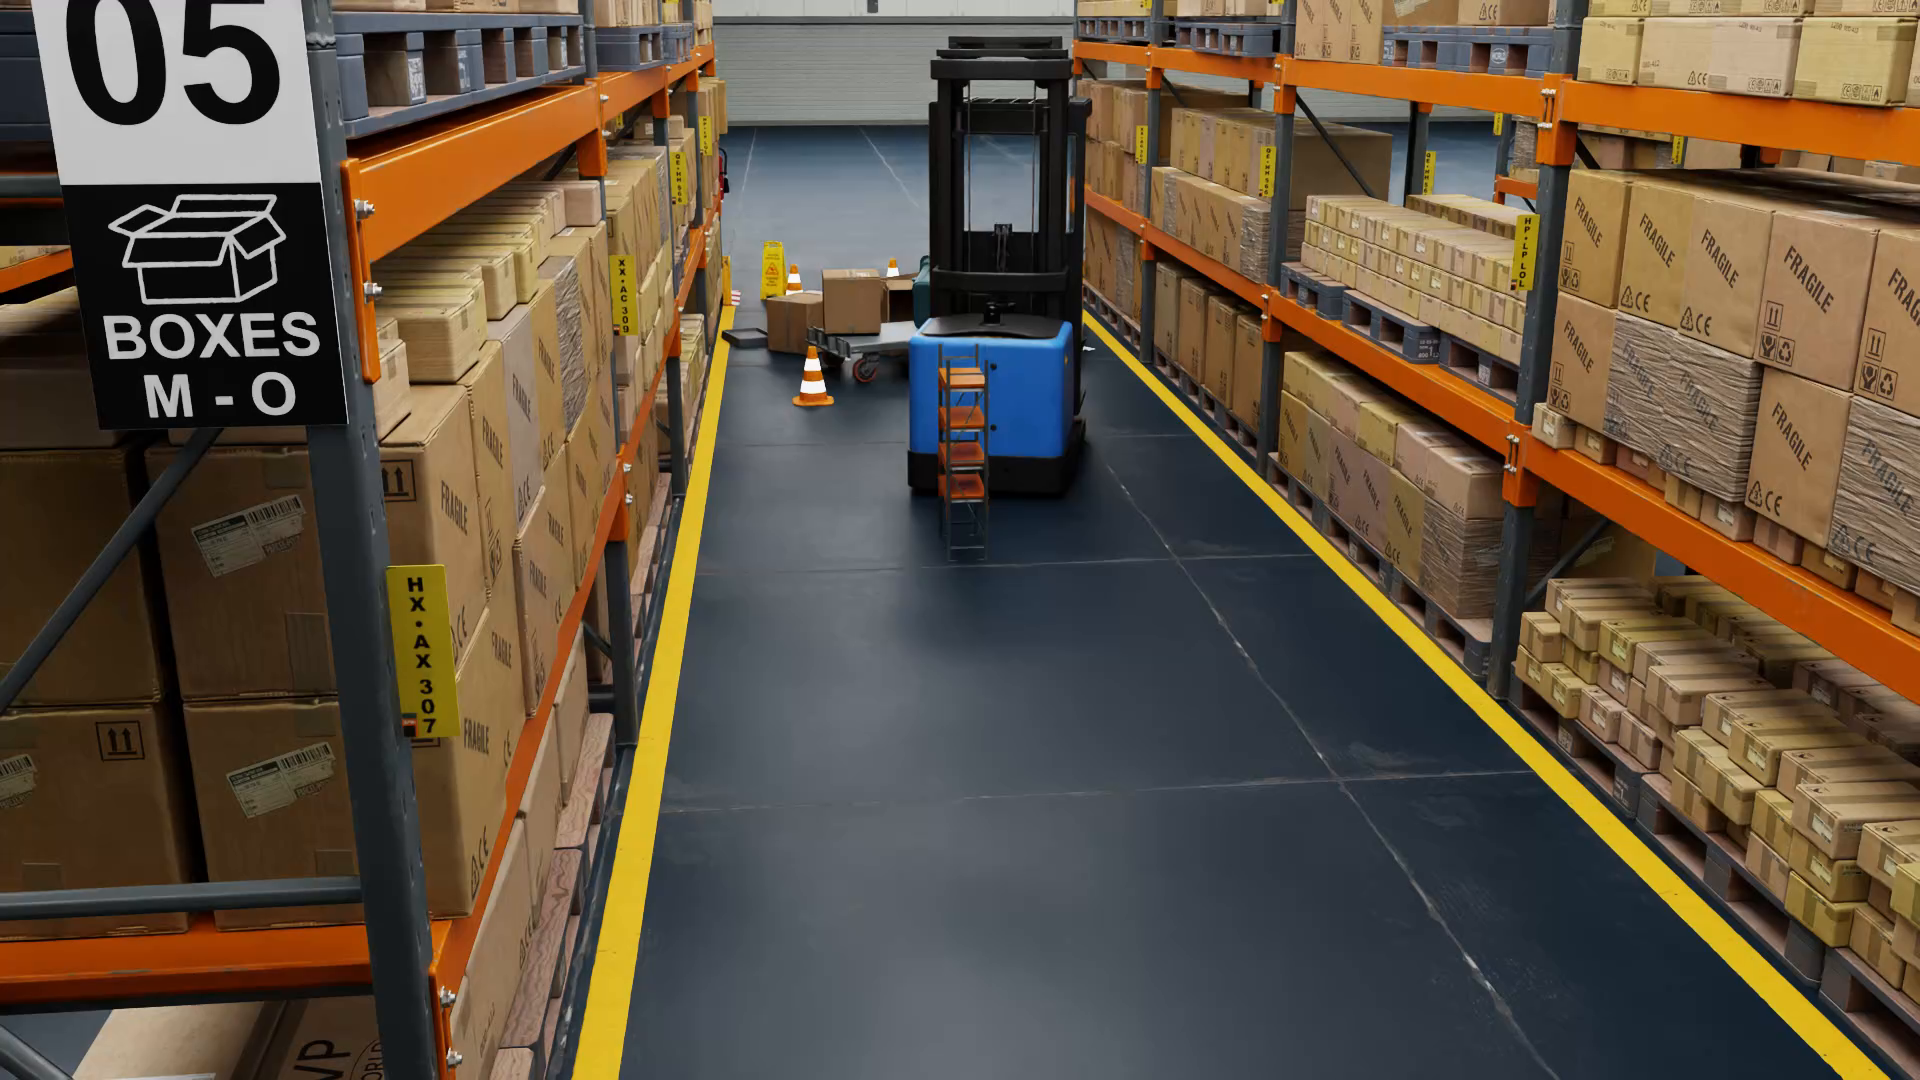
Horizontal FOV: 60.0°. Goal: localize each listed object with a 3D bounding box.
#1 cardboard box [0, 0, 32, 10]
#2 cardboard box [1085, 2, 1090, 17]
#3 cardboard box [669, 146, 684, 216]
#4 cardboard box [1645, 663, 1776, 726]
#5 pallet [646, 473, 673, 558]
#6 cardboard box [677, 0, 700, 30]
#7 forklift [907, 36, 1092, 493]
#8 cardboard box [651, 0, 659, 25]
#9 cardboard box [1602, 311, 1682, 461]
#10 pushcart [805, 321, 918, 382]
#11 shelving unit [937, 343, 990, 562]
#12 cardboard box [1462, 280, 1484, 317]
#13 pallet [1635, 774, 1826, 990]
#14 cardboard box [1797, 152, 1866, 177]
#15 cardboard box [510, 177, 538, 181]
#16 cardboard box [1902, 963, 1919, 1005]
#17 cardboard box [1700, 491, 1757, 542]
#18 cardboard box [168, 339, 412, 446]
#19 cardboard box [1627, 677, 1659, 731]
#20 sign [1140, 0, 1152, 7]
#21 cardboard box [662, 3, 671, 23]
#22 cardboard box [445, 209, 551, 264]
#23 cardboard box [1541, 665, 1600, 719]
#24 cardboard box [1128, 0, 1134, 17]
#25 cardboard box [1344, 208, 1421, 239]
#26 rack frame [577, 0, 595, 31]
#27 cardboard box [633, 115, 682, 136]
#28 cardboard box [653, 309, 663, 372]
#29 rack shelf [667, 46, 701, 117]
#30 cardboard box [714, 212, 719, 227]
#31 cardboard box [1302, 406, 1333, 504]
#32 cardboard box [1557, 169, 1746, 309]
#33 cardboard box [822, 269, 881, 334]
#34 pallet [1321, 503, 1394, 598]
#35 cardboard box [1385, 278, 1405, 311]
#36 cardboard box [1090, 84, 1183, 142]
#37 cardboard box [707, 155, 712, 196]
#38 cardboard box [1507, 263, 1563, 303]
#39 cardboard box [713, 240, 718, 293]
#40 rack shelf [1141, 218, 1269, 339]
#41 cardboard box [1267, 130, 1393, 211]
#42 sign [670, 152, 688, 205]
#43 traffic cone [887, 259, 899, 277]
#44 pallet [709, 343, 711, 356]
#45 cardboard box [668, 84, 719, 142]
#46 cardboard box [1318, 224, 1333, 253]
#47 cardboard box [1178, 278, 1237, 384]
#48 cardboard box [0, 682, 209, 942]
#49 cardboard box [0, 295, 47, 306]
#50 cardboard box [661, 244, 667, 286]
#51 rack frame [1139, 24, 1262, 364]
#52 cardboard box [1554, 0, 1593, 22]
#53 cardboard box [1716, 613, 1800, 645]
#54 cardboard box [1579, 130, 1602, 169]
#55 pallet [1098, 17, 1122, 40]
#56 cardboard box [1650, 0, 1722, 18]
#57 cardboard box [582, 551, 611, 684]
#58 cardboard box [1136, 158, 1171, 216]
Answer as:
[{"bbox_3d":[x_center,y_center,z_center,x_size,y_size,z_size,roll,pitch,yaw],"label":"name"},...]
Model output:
[{"bbox_3d":[-1.641,-1.072,2.960,0.500,0.250,0.500,-3,18,-11],"label":"cardboard box"},{"bbox_3d":[1.527,-5.580,17.487,0.380,0.149,0.250,-2,18,-5],"label":"cardboard box"},{"bbox_3d":[-2.268,-2.561,11.963,0.500,0.500,0.500,-1,17,-5],"label":"cardboard box"},{"bbox_3d":[2.864,0.590,6.356,0.380,0.149,0.250,-1,17,-4],"label":"cardboard box"},{"bbox_3d":[-2.324,-0.149,10.301,1.003,0.211,1.213,-2,18,-6],"label":"pallet"},{"bbox_3d":[-2.516,-4.550,14.408,0.500,0.250,0.500,-2,18,-7],"label":"cardboard box"},{"bbox_3d":[0.360,-2.104,11.987,1.130,2.935,3.031,2,18,7],"label":"forklift"},{"bbox_3d":[-2.039,-3.107,9.190,0.700,0.500,0.500,-3,18,-8],"label":"cardboard box"},{"bbox_3d":[2.854,-0.595,6.402,0.500,0.500,0.500,-2,18,-6],"label":"cardboard box"},{"bbox_3d":[-0.480,-1.743,15.099,1.648,0.377,0.936,-8,19,-25],"label":"pushcart"},{"bbox_3d":[0.017,-0.523,9.840,0.258,1.200,0.503,-2,18,-6],"label":"shelving unit"},{"bbox_3d":[2.707,-1.196,8.199,0.380,0.149,0.250,-1,17,-3],"label":"cardboard box"},{"bbox_3d":[3.229,1.185,6.049,1.003,0.211,1.213,-2,18,-6],"label":"pallet"},{"bbox_3d":[7.385,-2.951,13.695,0.797,0.503,0.637,0,17,0],"label":"cardboard box"},{"bbox_3d":[-2.307,-1.481,8.050,0.500,0.500,0.500,-1,17,-4],"label":"cardboard box"},{"bbox_3d":[3.078,1.338,4.966,0.380,0.149,0.250,-2,18,-6],"label":"cardboard box"},{"bbox_3d":[2.884,-0.103,5.917,0.380,0.149,0.250,-1,17,-3],"label":"cardboard box"},{"bbox_3d":[-1.266,-0.282,3.149,0.380,0.149,0.250,-1,17,-4],"label":"cardboard box"},{"bbox_3d":[2.916,0.652,6.654,0.380,0.149,0.250,-3,18,-8],"label":"cardboard box"},{"bbox_3d":[1.619,-4.790,14.423,0.100,0.325,0.005,-2,18,-6],"label":"sign"},{"bbox_3d":[-2.440,-3.996,12.440,0.500,0.250,0.500,-2,17,-5],"label":"cardboard box"},{"bbox_3d":[-1.528,-0.973,5.349,0.380,0.149,0.250,-2,18,-6],"label":"cardboard box"},{"bbox_3d":[2.741,0.649,7.160,0.380,0.149,0.250,-1,17,-4],"label":"cardboard box"},{"bbox_3d":[1.761,-4.902,15.326,0.380,0.149,0.250,-2,17,-5],"label":"cardboard box"},{"bbox_3d":[2.516,-1.889,9.910,0.380,0.149,0.250,-3,18,-8],"label":"cardboard box"},{"bbox_3d":[-1.917,-3.388,5.944,1.000,3.000,0.127,-2,18,-6],"label":"rack frame"},{"bbox_3d":[-2.386,-3.273,13.146,0.380,0.149,0.250,-2,18,-7],"label":"cardboard box"},{"bbox_3d":[-1.835,-1.050,8.763,0.500,0.250,0.500,-2,18,-7],"label":"cardboard box"},{"bbox_3d":[-2.536,-3.401,12.195,1.077,0.370,4.000,-2,18,-6],"label":"rack shelf"},{"bbox_3d":[-2.708,-3.318,17.294,0.380,0.149,0.250,-1,17,-4],"label":"cardboard box"},{"bbox_3d":[2.458,-0.540,10.360,0.500,0.500,0.500,-2,17,-5],"label":"cardboard box"},{"bbox_3d":[2.800,-1.233,6.764,0.500,0.500,0.500,-1,17,-4],"label":"cardboard box"},{"bbox_3d":[-0.975,-2.141,14.899,0.500,0.500,0.500,-2,18,-6],"label":"cardboard box"},{"bbox_3d":[2.785,0.026,9.742,1.003,0.211,1.213,-2,18,-6],"label":"pallet"},{"bbox_3d":[2.593,-1.368,9.247,0.380,0.149,0.250,-2,18,-7],"label":"cardboard box"},{"bbox_3d":[1.829,-4.427,17.216,0.875,0.550,0.550,-2,18,-6],"label":"cardboard box"},{"bbox_3d":[-2.625,-3.537,15.772,0.500,0.500,0.500,-2,18,-6],"label":"cardboard box"},{"bbox_3d":[2.760,-1.186,7.673,0.380,0.149,0.250,-1,17,-3],"label":"cardboard box"},{"bbox_3d":[-2.654,-2.653,16.257,0.500,0.500,0.500,-1,17,-3],"label":"cardboard box"},{"bbox_3d":[2.377,-2.153,13.227,1.077,0.370,4.000,-2,18,-6],"label":"rack shelf"},{"bbox_3d":[2.547,-2.559,11.484,0.700,0.500,0.500,-2,18,-6],"label":"cardboard box"},{"bbox_3d":[-1.778,-2.288,10.523,0.100,0.325,0.005,-2,18,-6],"label":"sign"},{"bbox_3d":[-0.759,-2.937,18.761,0.336,0.463,0.334,-2,18,-6],"label":"traffic cone"},{"bbox_3d":[-2.847,-1.777,15.486,1.003,0.211,1.213,-2,18,-6],"label":"pallet"},{"bbox_3d":[-2.628,-4.017,15.630,0.700,0.500,0.500,-2,18,-7],"label":"cardboard box"},{"bbox_3d":[2.463,-1.892,10.416,0.380,0.149,0.250,-1,17,-3],"label":"cardboard box"},{"bbox_3d":[2.420,-1.749,13.795,1.050,0.750,0.750,-2,18,-6],"label":"cardboard box"},{"bbox_3d":[-1.818,0.483,3.463,0.500,0.500,0.500,-2,18,-5],"label":"cardboard box"},{"bbox_3d":[-7.614,-1.667,13.741,0.875,0.625,0.625,-1,17,-3],"label":"cardboard box"},{"bbox_3d":[-1.971,-1.595,9.665,0.500,0.250,0.500,-2,18,-7],"label":"cardboard box"},{"bbox_3d":[2.171,-3.092,15.017,1.000,3.000,0.127,-2,18,-6],"label":"rack frame"},{"bbox_3d":[3.066,-2.504,7.269,0.700,0.500,0.500,-2,18,-6],"label":"cardboard box"},{"bbox_3d":[3.390,0.414,6.914,0.380,0.149,0.250,-2,18,-6],"label":"cardboard box"},{"bbox_3d":[6.951,-3.987,17.204,0.875,0.500,0.500,-2,18,-6],"label":"cardboard box"},{"bbox_3d":[1.974,-5.087,16.514,1.003,0.211,1.213,-2,18,-6],"label":"pallet"},{"bbox_3d":[2.853,-2.007,5.970,0.500,0.250,0.500,-2,18,-6],"label":"cardboard box"},{"bbox_3d":[-2.061,0.106,7.678,0.875,0.875,0.875,-1,17,-4],"label":"cardboard box"},{"bbox_3d":[2.121,-3.273,15.344,0.875,0.550,0.550,-2,18,-6],"label":"cardboard box"}]
